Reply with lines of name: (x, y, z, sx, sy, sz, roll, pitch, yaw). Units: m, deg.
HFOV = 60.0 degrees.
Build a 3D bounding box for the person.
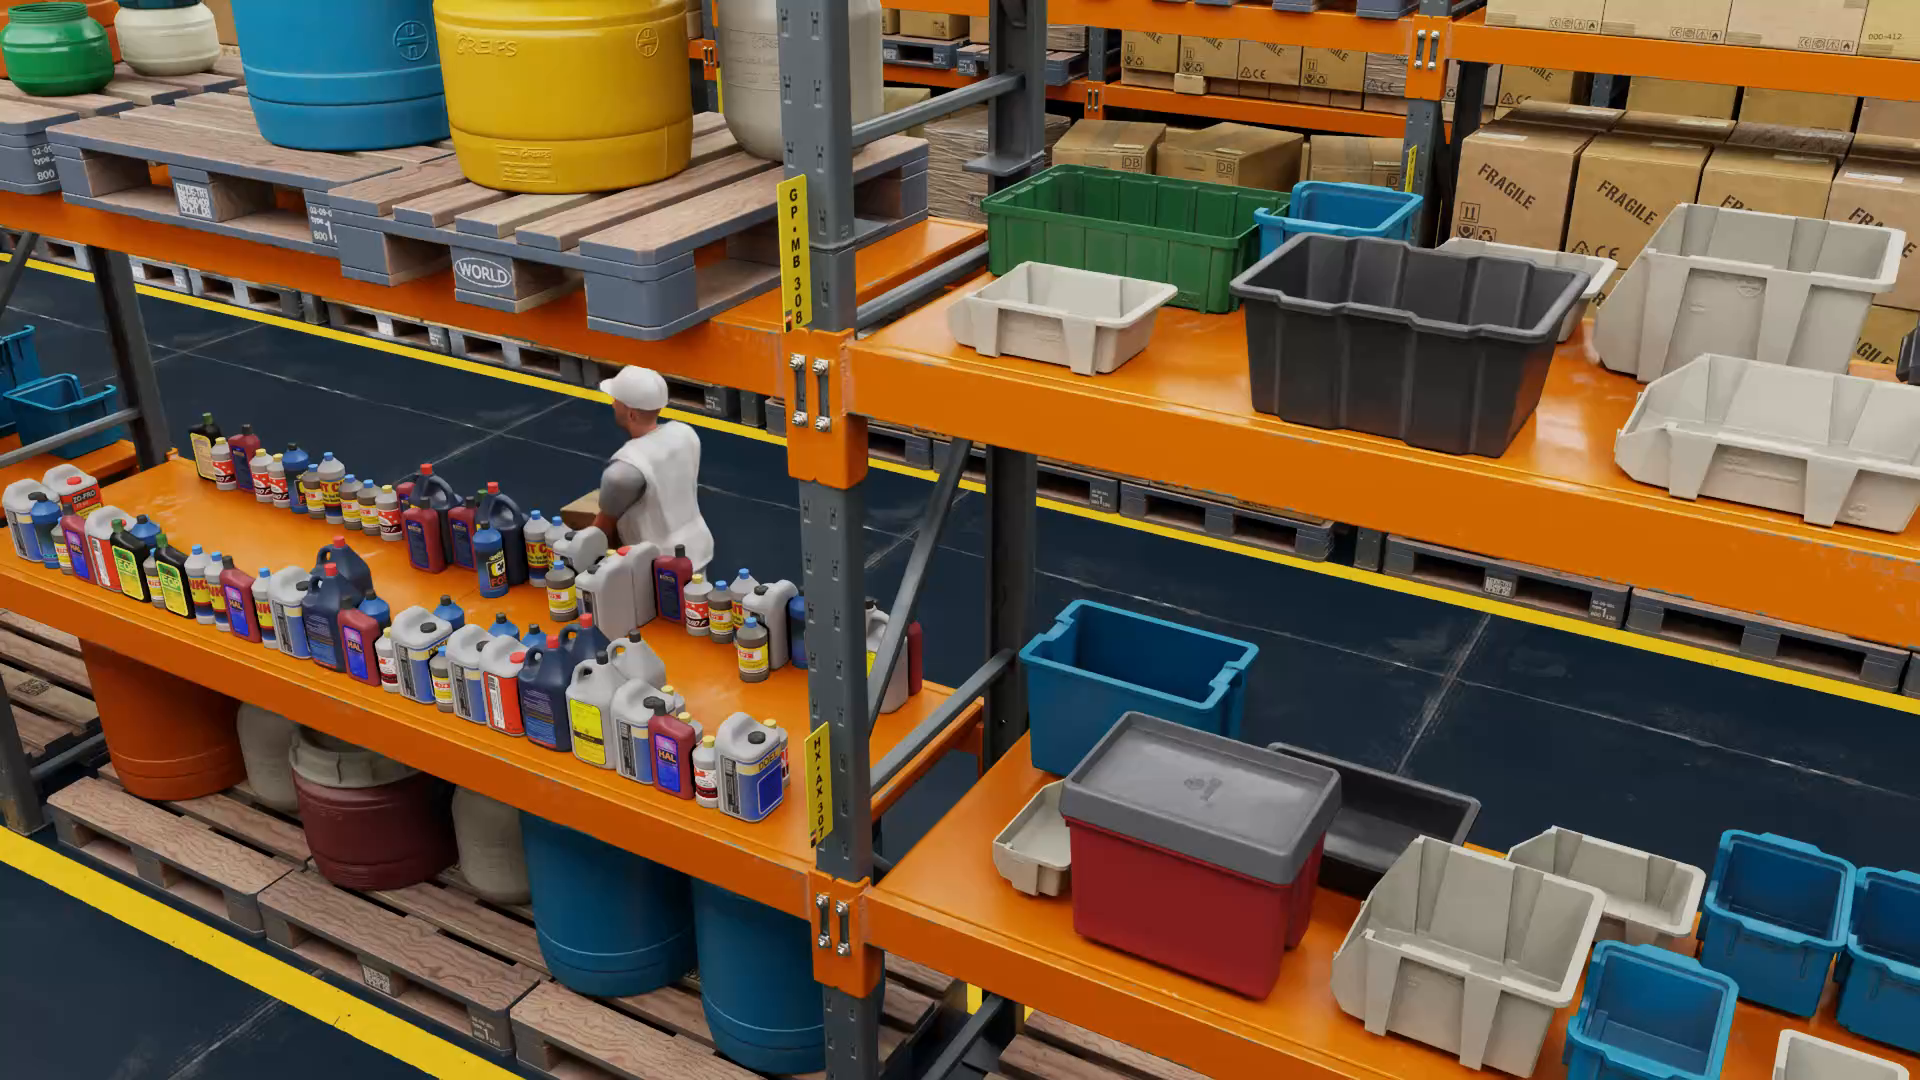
person: (-1.312, 0.106, 6.876, 0.560, 1.784, 0.495, 14, 29, 25)
